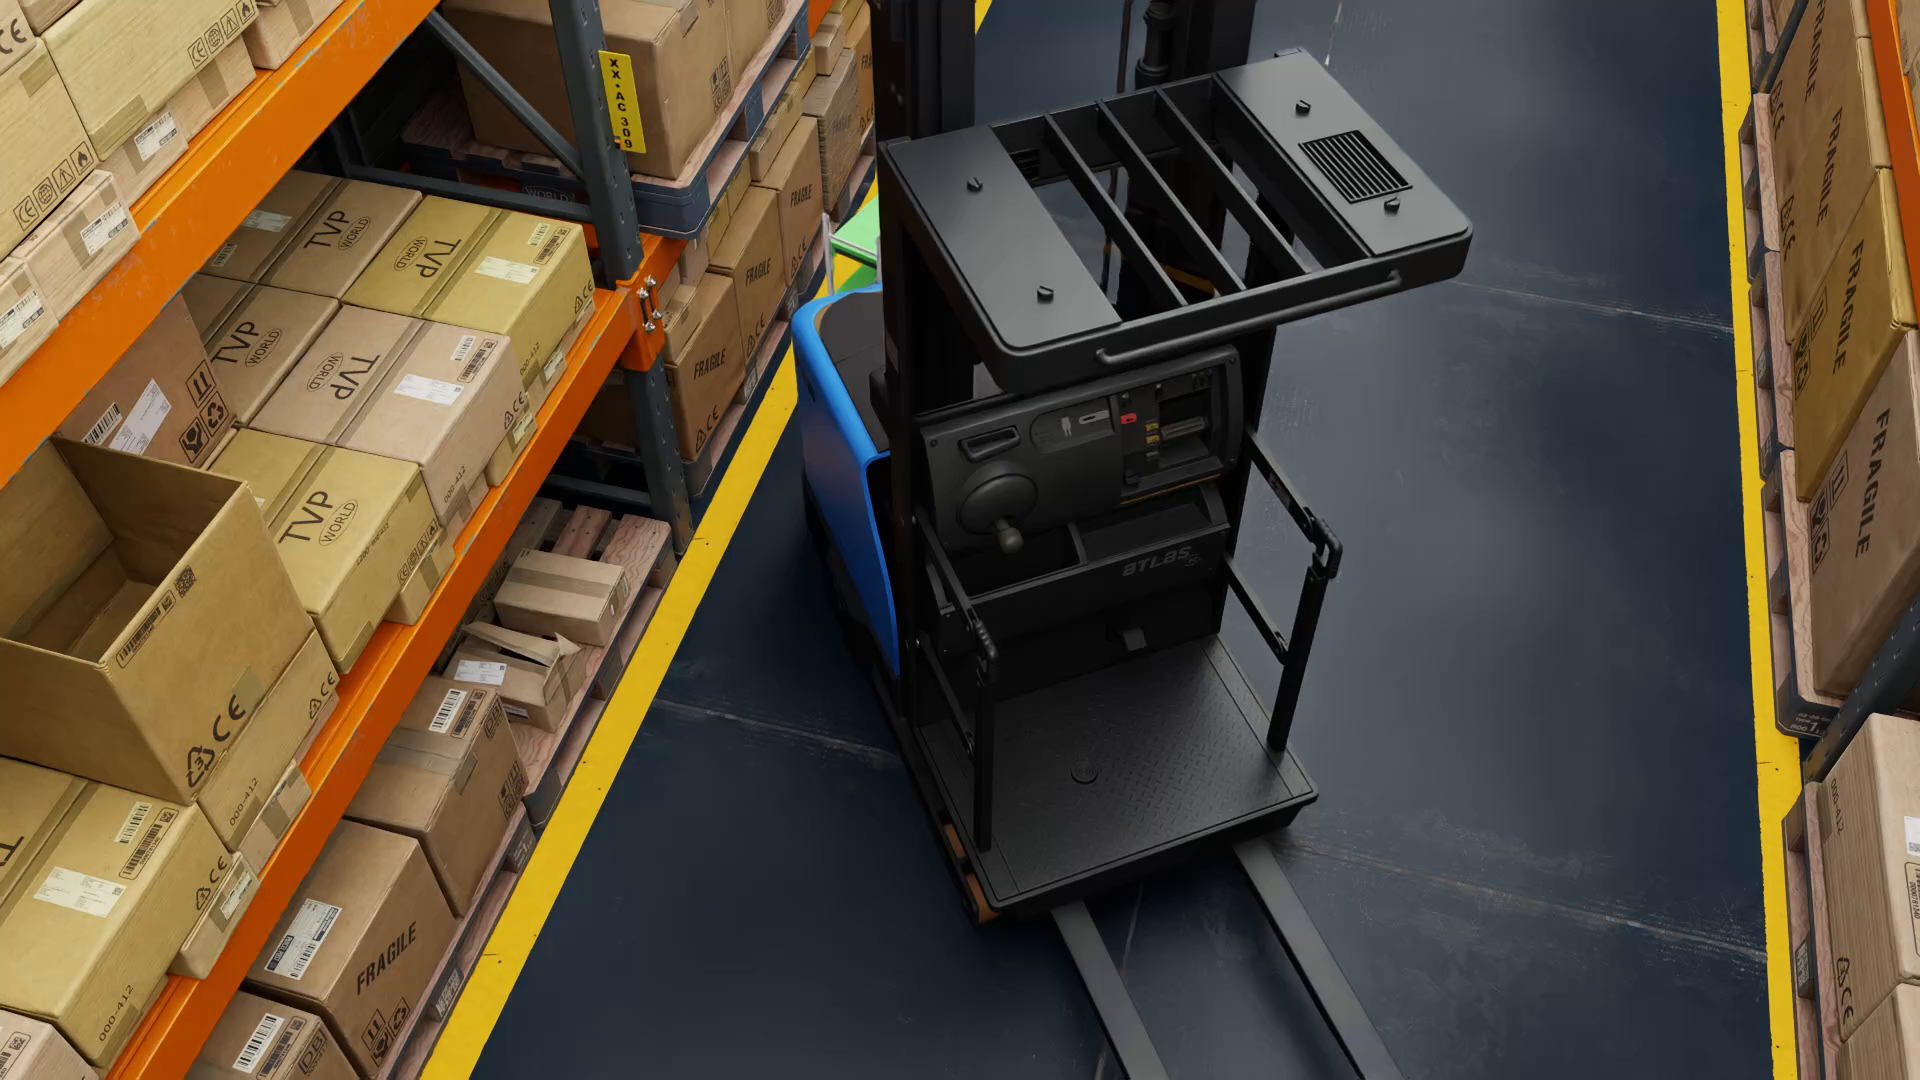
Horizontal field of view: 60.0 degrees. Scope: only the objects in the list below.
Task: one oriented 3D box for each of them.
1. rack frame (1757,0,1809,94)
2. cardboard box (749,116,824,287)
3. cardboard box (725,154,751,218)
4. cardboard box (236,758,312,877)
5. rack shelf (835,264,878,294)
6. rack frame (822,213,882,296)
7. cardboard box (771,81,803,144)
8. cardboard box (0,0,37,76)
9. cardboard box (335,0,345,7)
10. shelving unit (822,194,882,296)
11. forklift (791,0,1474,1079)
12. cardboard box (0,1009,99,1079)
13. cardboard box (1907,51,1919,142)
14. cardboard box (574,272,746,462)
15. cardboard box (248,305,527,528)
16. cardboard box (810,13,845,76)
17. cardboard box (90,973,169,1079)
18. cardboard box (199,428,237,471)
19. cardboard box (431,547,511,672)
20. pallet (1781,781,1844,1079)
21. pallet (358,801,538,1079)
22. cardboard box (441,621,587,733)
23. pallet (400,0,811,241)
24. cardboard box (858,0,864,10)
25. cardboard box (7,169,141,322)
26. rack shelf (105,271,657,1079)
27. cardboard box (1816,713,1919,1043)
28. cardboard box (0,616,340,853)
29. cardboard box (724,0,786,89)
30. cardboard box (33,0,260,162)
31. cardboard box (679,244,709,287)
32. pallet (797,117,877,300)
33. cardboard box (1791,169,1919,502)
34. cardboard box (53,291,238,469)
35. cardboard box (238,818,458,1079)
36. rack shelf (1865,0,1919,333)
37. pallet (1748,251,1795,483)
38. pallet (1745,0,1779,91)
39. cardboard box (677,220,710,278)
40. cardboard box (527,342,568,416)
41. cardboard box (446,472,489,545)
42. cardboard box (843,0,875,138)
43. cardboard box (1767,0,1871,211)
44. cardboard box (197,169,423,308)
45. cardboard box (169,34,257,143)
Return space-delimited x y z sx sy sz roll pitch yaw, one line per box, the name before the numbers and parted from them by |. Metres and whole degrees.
rack frame | 4.344 -2.987 6.886 1.000 3.000 0.127 12 50 10
cardboard box | -0.888 -1.436 6.903 0.500 0.500 0.500 10 49 9
cardboard box | -1.034 -1.409 6.447 0.380 0.149 0.250 11 49 9
cardboard box | -1.763 0.605 3.883 0.380 0.149 0.250 13 50 11
rack shelf | -0.231 -0.927 6.033 0.258 0.148 0.480 25 53 21
rack frame | -0.362 -0.656 6.028 0.240 1.200 0.015 25 53 21
cardboard box | -0.864 -1.761 6.758 0.380 0.149 0.250 13 50 11
cardboard box | -1.797 -0.757 2.485 0.500 0.250 0.500 13 50 11
cardboard box | -1.455 -1.293 3.558 0.380 0.149 0.250 13 50 11
shelving unit | -0.231 -0.810 6.165 0.258 1.200 0.503 25 53 21
forklift | 0.430 -0.141 4.420 1.130 2.935 3.031 -16 51 -14
cardboard box | -2.039 1.134 3.150 0.500 0.250 0.500 12 50 10
cardboard box | 3.584 -1.523 5.693 0.500 0.250 0.500 12 50 10
cardboard box | -1.154 -0.688 6.244 0.500 0.500 0.500 14 50 12
cardboard box | -1.515 -0.338 4.449 0.500 0.250 0.500 12 50 10
cardboard box | -0.707 -2.130 7.084 0.380 0.149 0.250 9 49 8
cardboard box | -1.952 0.968 3.563 0.380 0.149 0.250 12 50 11
cardboard box | -2.152 -0.078 4.220 0.500 0.250 0.500 13 50 11
cardboard box | -1.900 0.111 5.665 0.500 0.311 0.500 13 50 11
pallet | 3.016 1.363 4.906 1.003 0.211 1.213 12 50 10
pallet | -1.999 1.234 5.021 1.003 0.211 1.213 12 50 10
cardboard box | -1.456 0.414 5.427 0.396 0.266 0.258 13 50 11
pallet | -1.183 -1.564 5.758 1.003 0.211 1.213 12 50 10
cardboard box | -0.598 -2.516 7.425 0.380 0.149 0.250 13 50 11
cardboard box | -1.685 -0.543 2.895 0.380 0.149 0.250 12 50 11
rack shelf | -2.025 0.614 4.188 1.077 0.370 4.000 12 50 10
cardboard box | 3.022 1.048 4.754 0.875 0.438 0.875 11 49 9
cardboard box | -1.795 0.392 3.805 0.500 0.250 0.500 10 49 9
cardboard box | -1.019 -1.923 5.600 0.700 0.500 0.500 12 50 10
cardboard box | -1.656 -0.968 3.004 0.500 0.250 0.500 13 50 11
cardboard box | -1.149 -1.020 6.104 0.380 0.149 0.250 10 49 9
pallet | -1.002 -1.629 7.547 1.003 0.211 1.213 12 50 10
cardboard box | 3.607 -0.649 5.959 0.875 0.875 0.875 13 50 11
cardboard box | -2.147 -0.343 3.954 0.500 0.500 0.500 10 49 9
cardboard box | -1.801 1.113 4.654 0.500 0.500 0.500 12 50 11
rack shelf | 3.818 -1.303 5.879 1.077 0.370 4.000 12 50 10
pallet | 3.741 -0.630 6.665 1.003 0.211 1.213 12 50 10
pallet | 4.551 -2.630 8.430 1.003 0.211 1.213 12 50 10
cardboard box | -1.125 -1.100 5.977 0.380 0.149 0.250 9 49 8
cardboard box | -1.386 -0.515 4.871 0.380 0.149 0.250 13 50 11
cardboard box | -1.527 -0.138 4.538 0.380 0.149 0.250 13 50 11
cardboard box | -0.627 -2.189 7.568 0.500 0.500 0.500 14 50 12
cardboard box | 4.082 -1.940 7.099 0.875 0.875 0.875 11 50 10
cardboard box | -1.889 -0.815 4.870 0.500 0.250 0.500 11 50 10
cardboard box | -1.622 -0.929 3.236 0.380 0.149 0.250 13 50 11
